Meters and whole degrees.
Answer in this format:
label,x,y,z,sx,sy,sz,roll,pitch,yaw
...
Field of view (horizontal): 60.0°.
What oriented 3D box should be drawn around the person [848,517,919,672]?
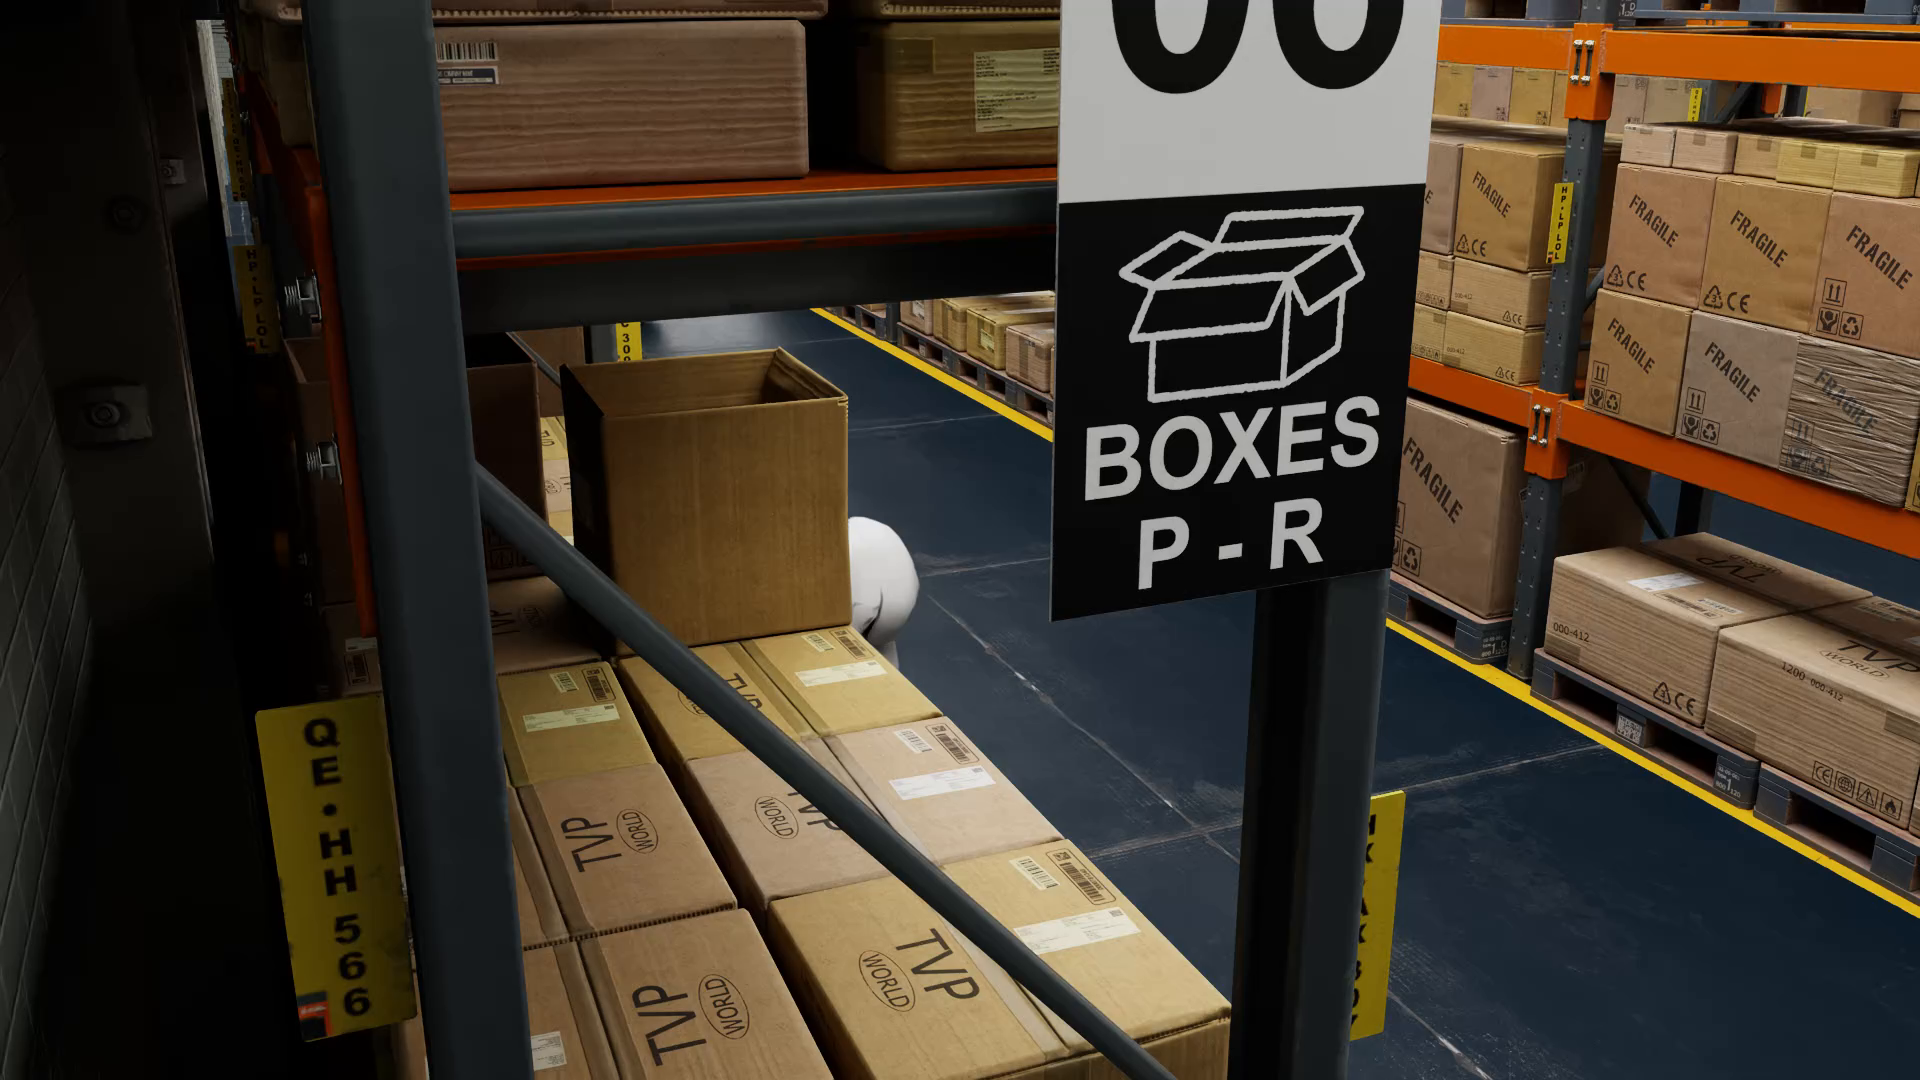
label,x,y,z,sx,sy,sz,roll,pitch,yaw
person,-0.518,0.335,6.856,0.594,0.964,0.952,-9,21,-26
